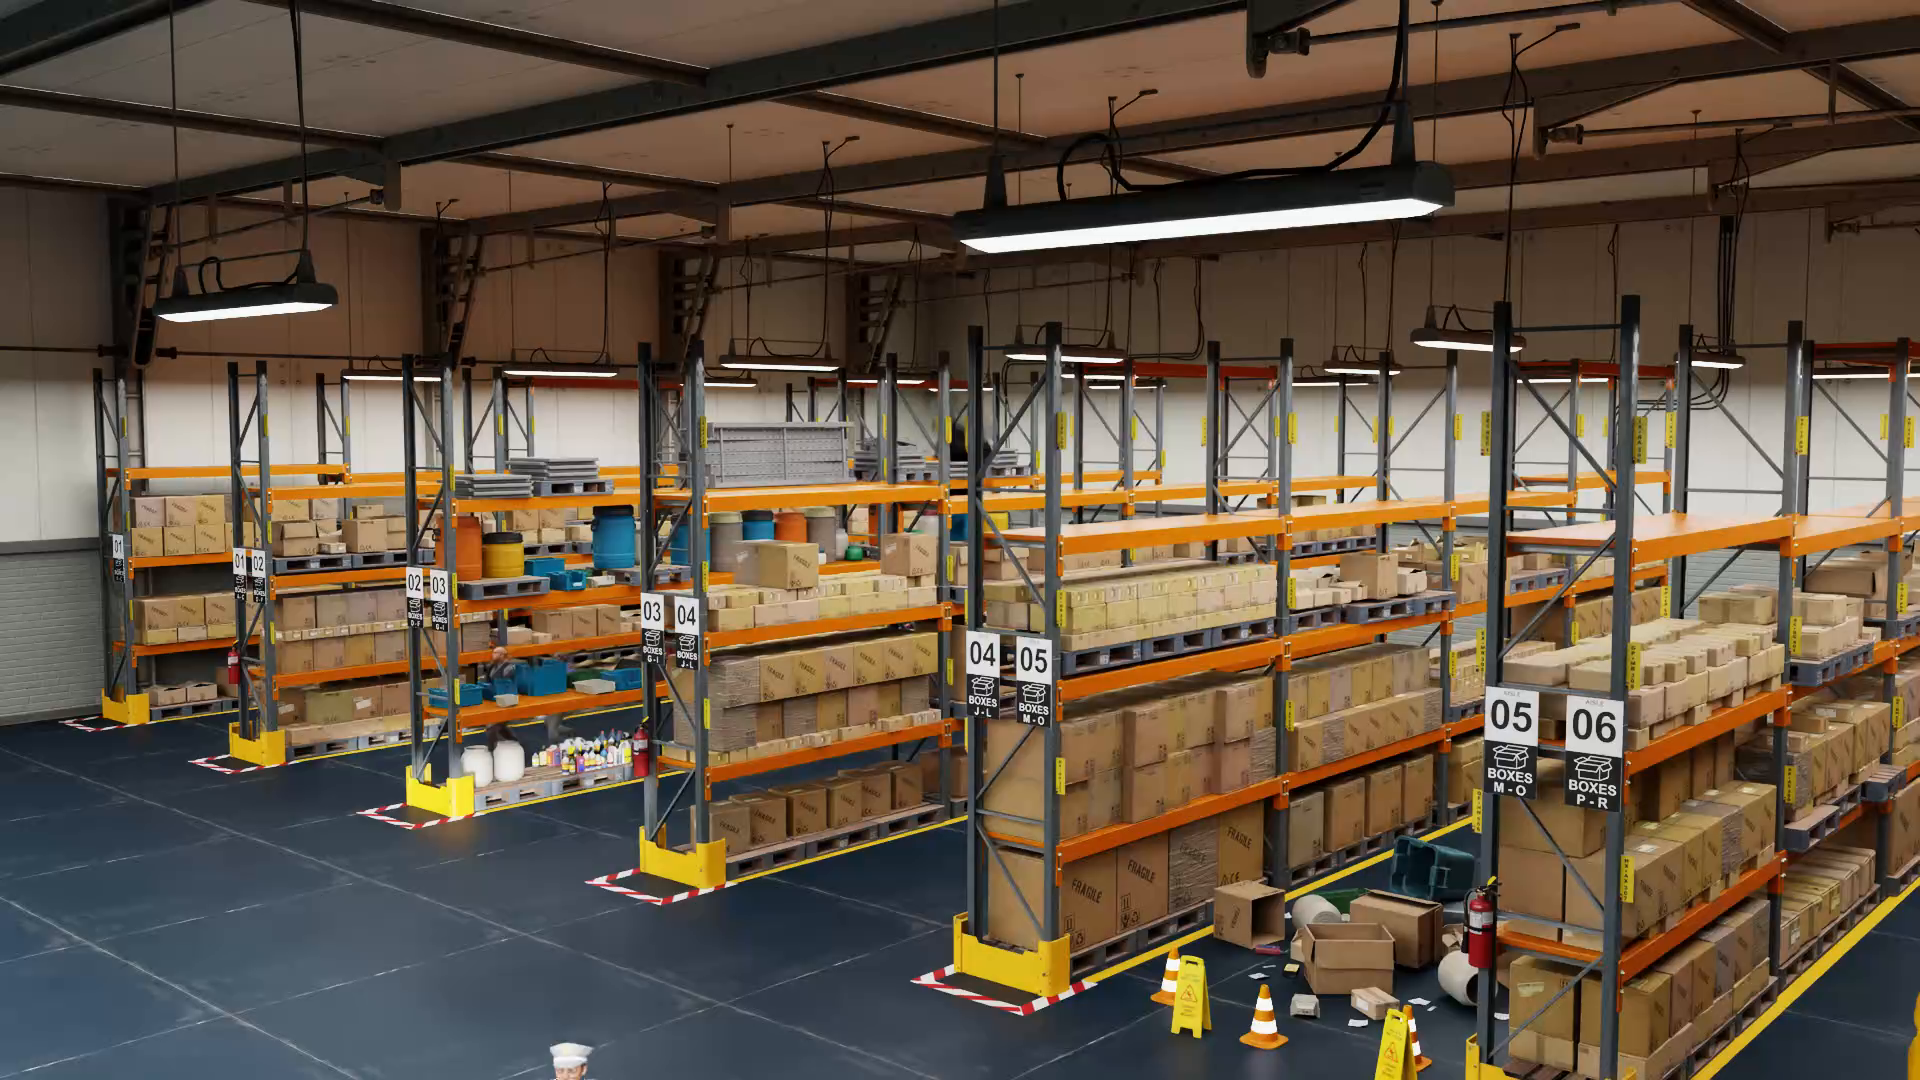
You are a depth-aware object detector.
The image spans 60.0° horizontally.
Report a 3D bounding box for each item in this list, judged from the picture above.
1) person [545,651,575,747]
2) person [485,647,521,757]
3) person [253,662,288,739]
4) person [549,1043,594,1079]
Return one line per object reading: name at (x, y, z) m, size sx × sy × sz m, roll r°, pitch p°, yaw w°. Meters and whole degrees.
person at (-6.085, 2.495, 25.254) m, size 0.593 × 1.618 × 0.727 m, roll 2°, pitch 5°, yaw 30°
person at (-6.917, 2.486, 25.006) m, size 0.661 × 1.757 × 0.822 m, roll 3°, pitch 5°, yaw 39°
person at (-11.075, 2.299, 26.986) m, size 0.636 × 1.831 × 0.884 m, roll 4°, pitch 6°, yaw 41°
person at (-2.139, 3.631, 9.345) m, size 0.570 × 1.752 × 0.745 m, roll 0°, pitch 4°, yaw -6°
